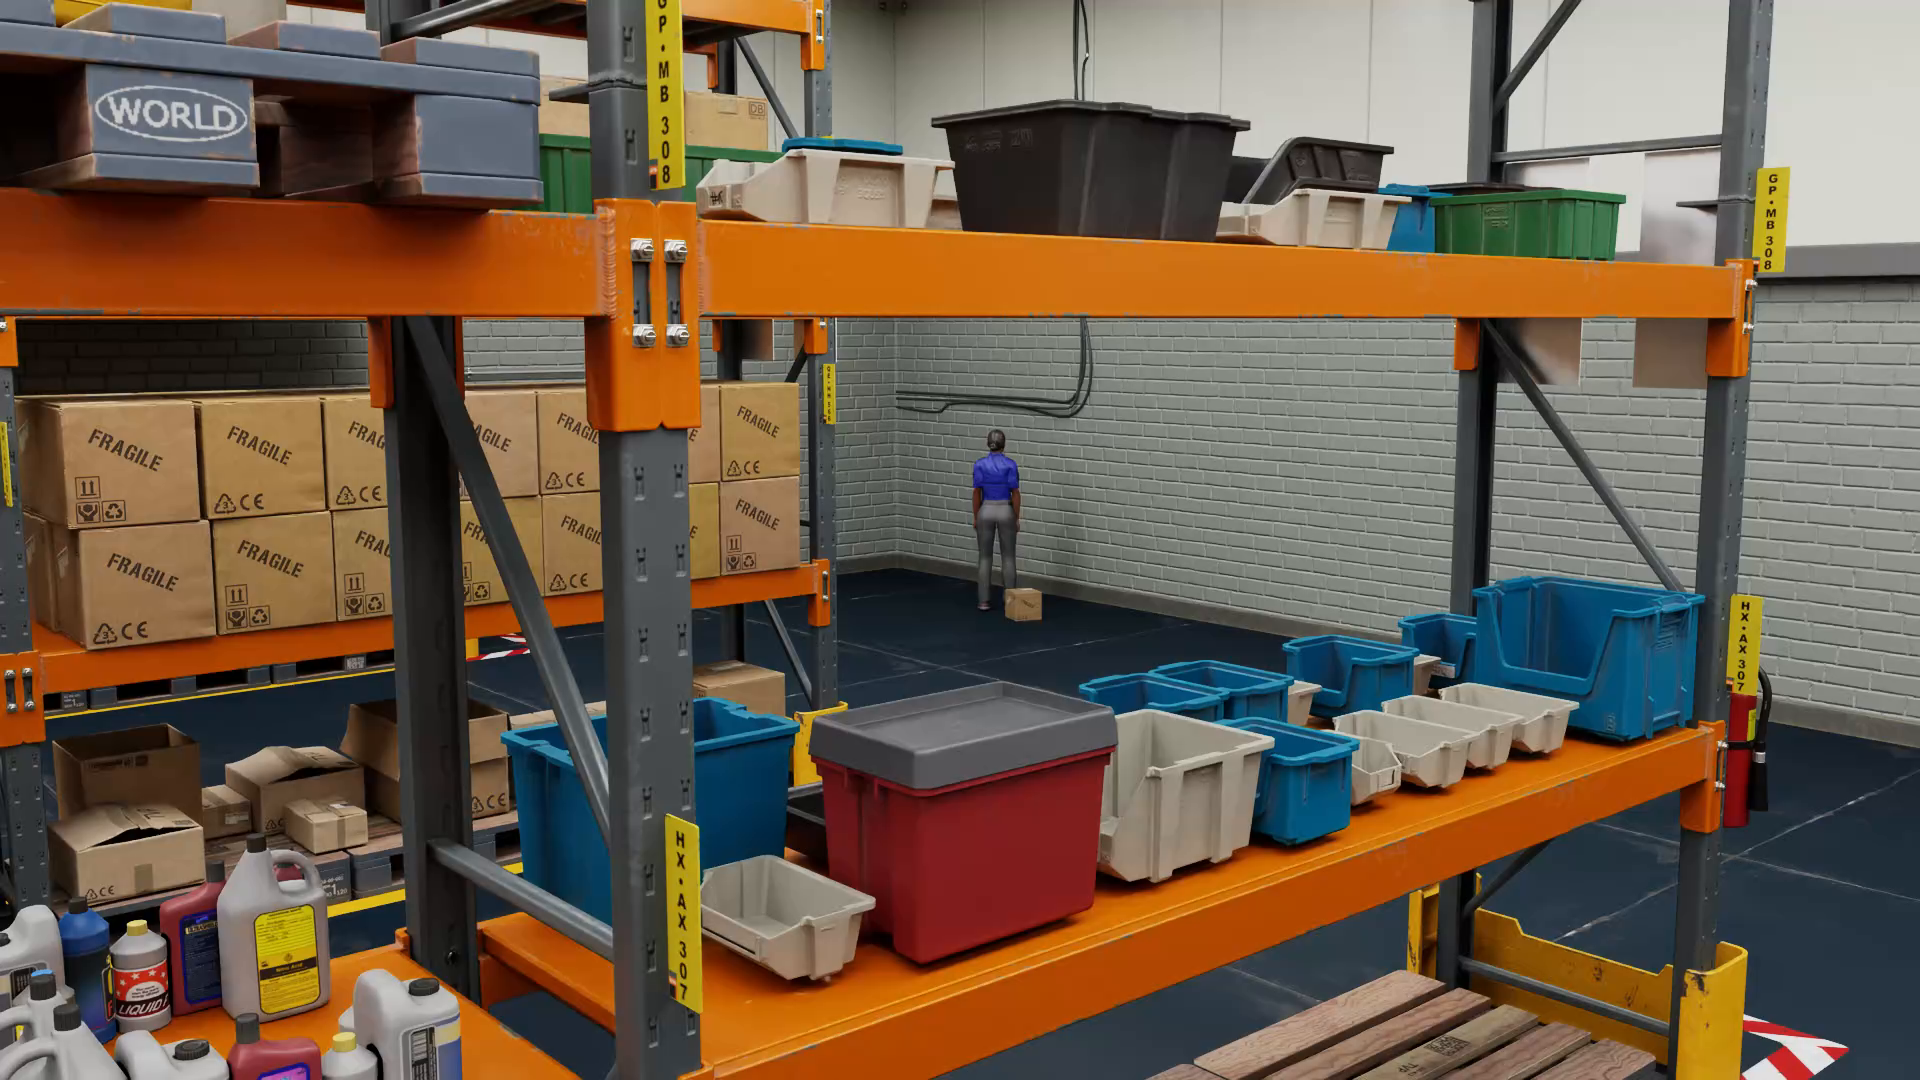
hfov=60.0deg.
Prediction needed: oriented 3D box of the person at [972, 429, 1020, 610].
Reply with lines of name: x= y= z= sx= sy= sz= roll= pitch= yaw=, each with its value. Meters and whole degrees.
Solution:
person: x=0.338 y=-0.186 z=15.204 sx=0.444 sy=1.662 sz=0.331 roll=1 pitch=8 yaw=7
